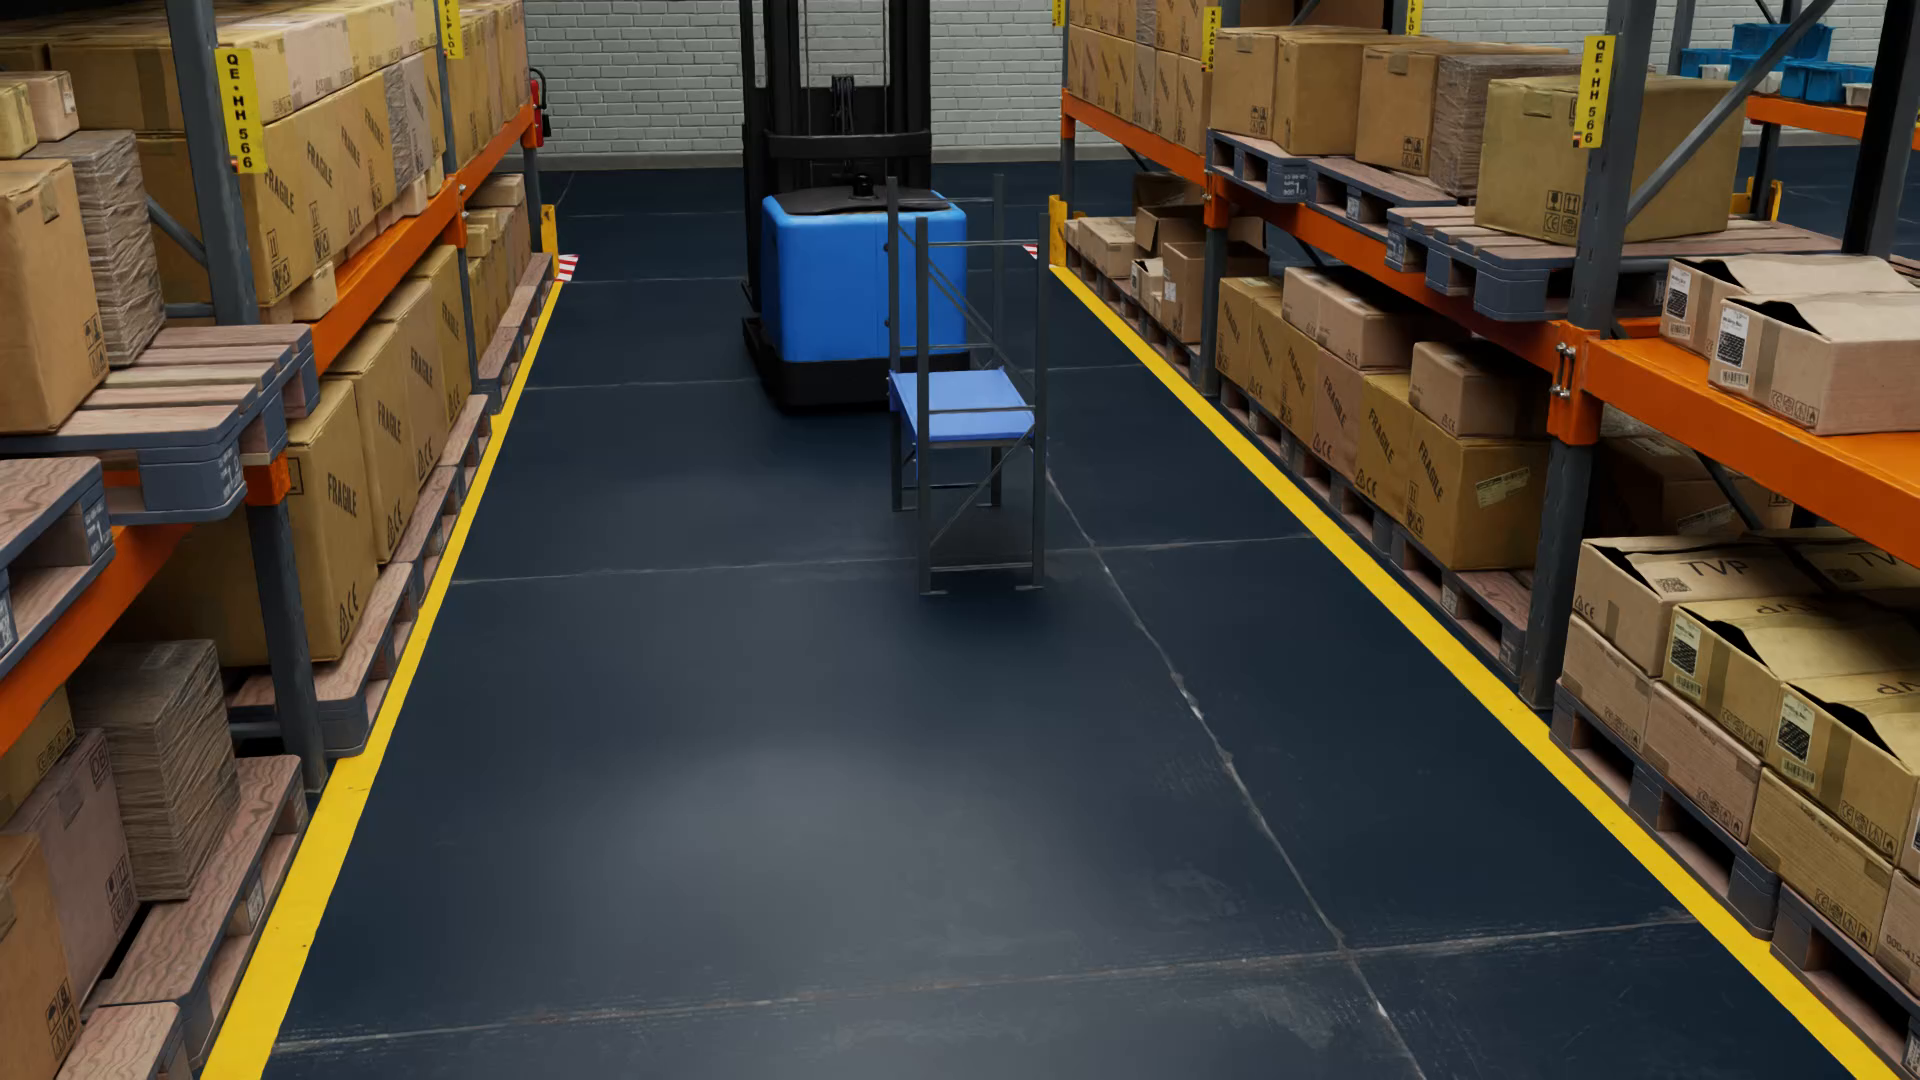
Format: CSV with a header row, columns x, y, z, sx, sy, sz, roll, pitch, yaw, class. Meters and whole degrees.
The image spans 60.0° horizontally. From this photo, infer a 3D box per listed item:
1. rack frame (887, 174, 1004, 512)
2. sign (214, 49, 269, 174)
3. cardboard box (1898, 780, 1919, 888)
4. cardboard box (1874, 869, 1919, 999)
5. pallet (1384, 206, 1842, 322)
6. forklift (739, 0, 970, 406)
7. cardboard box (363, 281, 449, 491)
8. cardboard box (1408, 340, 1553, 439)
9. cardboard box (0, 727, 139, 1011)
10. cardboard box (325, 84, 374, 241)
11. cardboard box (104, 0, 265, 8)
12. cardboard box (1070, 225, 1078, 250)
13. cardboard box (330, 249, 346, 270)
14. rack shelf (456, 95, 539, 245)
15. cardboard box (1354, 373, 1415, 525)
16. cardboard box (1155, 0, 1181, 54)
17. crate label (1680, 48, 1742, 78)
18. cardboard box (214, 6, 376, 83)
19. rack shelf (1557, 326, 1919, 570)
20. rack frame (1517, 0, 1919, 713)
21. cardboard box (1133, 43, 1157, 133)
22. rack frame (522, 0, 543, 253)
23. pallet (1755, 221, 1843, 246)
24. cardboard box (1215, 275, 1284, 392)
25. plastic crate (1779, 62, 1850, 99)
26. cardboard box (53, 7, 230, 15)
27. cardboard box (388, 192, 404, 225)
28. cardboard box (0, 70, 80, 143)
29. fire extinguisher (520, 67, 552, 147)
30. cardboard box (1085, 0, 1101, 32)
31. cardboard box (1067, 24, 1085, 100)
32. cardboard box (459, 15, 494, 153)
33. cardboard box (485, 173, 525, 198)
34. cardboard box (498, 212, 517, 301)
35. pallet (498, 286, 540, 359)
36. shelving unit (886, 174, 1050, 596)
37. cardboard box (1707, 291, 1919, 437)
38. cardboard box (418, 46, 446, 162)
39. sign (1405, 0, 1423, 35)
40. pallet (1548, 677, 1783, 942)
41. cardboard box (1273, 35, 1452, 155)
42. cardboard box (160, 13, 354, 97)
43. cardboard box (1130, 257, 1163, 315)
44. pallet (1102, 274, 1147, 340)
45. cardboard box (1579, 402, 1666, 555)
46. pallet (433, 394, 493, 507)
x,y,z,sx,sy,sz,roll,pitch,yaw,class
-0.061,-0.849,7.346,0.500,1.500,0.032,-3,21,-8,rack frame
-1.932,-1.150,4.466,0.100,0.325,0.005,-3,21,-8,sign
2.449,0.696,3.594,0.500,0.311,0.500,-3,21,-8,cardboard box
2.446,0.954,3.705,0.500,0.250,0.500,-2,21,-7,cardboard box
2.266,-1.006,5.897,1.213,0.211,1.003,-3,21,-8,pallet
-0.767,-2.577,9.927,1.130,2.935,3.031,-4,21,-12,forklift
-2.691,-0.662,7.174,0.750,0.750,0.750,-2,21,-6,cardboard box
2.054,-0.583,6.361,0.500,0.250,0.500,-2,21,-6,cardboard box
-2.353,0.782,3.779,0.700,0.500,0.500,-3,21,-8,cardboard box
-2.421,-1.344,5.931,0.500,0.500,0.500,-3,21,-8,cardboard box
-3.077,-2.019,6.666,0.500,0.250,0.500,-4,21,-10,cardboard box
1.037,-2.265,12.413,0.380,0.166,0.250,-3,21,-8,cardboard box
-2.499,-1.075,6.138,0.380,0.149,0.250,-3,21,-7,cardboard box
-3.333,-2.354,10.260,1.077,0.370,4.000,-3,21,-8,rack shelf
1.992,-0.391,6.920,0.500,0.500,0.500,-4,21,-10,cardboard box
1.451,-3.104,9.669,0.500,0.500,0.500,-3,21,-9,cardboard box
5.892,-3.731,13.072,0.416,0.233,0.303,-3,21,-8,crate label
-2.512,-1.866,6.257,0.500,0.250,0.500,-3,21,-9,cardboard box
2.722,0.165,3.517,1.077,0.370,4.000,-3,21,-8,rack shelf
2.434,-0.865,5.245,1.000,3.000,0.127,-3,21,-8,rack frame
1.379,-2.813,10.318,0.500,0.500,0.500,-2,21,-7,cardboard box
-3.621,-3.384,11.988,1.000,3.000,0.127,-3,21,-8,rack frame
6.263,-2.290,13.044,1.003,0.211,1.213,-3,21,-8,pallet
1.686,-1.105,8.832,0.500,0.500,0.500,-4,21,-10,cardboard box
6.082,-3.275,11.851,0.416,0.233,0.300,-3,21,-8,plastic crate
-3.006,-1.838,6.182,0.500,0.250,0.500,-3,21,-9,cardboard box
-2.597,-1.433,7.096,0.380,0.149,0.250,-3,21,-8,cardboard box
-2.388,-1.053,4.049,0.380,0.149,0.250,-6,21,-15,cardboard box
-3.186,-3.248,12.269,0.296,0.674,0.183,-3,21,-8,fire extinguisher
1.166,-3.802,11.538,0.500,0.500,0.500,-3,21,-7,cardboard box
1.084,-3.515,12.196,0.500,0.500,0.500,-2,21,-7,cardboard box
-3.206,-2.581,9.410,0.980,0.700,0.700,-3,21,-9,cardboard box
-3.222,-2.441,11.509,0.380,0.149,0.250,-3,21,-8,cardboard box
-3.276,-1.825,10.787,0.700,0.500,0.500,-4,21,-10,cardboard box
-3.256,-1.383,10.617,1.003,0.211,1.213,-3,21,-8,pallet
0.012,-0.673,6.875,0.538,1.500,1.048,-3,21,-8,shelving unit
2.371,-0.504,4.405,0.500,0.311,0.500,-3,21,-8,cardboard box
-2.728,-2.047,7.813,0.500,0.500,0.500,-3,21,-9,cardboard box
2.406,-2.821,8.829,0.100,0.325,0.005,-3,21,-8,sign
2.514,0.728,4.964,1.003,0.211,1.213,-3,21,-8,pallet
1.866,-2.083,7.764,0.700,0.500,0.500,0,20,1,cardboard box
-2.432,-1.690,5.785,0.500,0.250,0.500,-3,21,-7,cardboard box
1.386,-1.639,10.531,0.500,0.311,0.500,-3,21,-8,cardboard box
1.580,-1.605,11.211,1.003,0.211,1.213,-3,21,-8,pallet
2.570,-0.253,6.550,0.500,0.500,0.500,-4,21,-10,cardboard box
-2.859,-0.429,8.063,1.003,0.211,1.213,-3,21,-8,pallet
